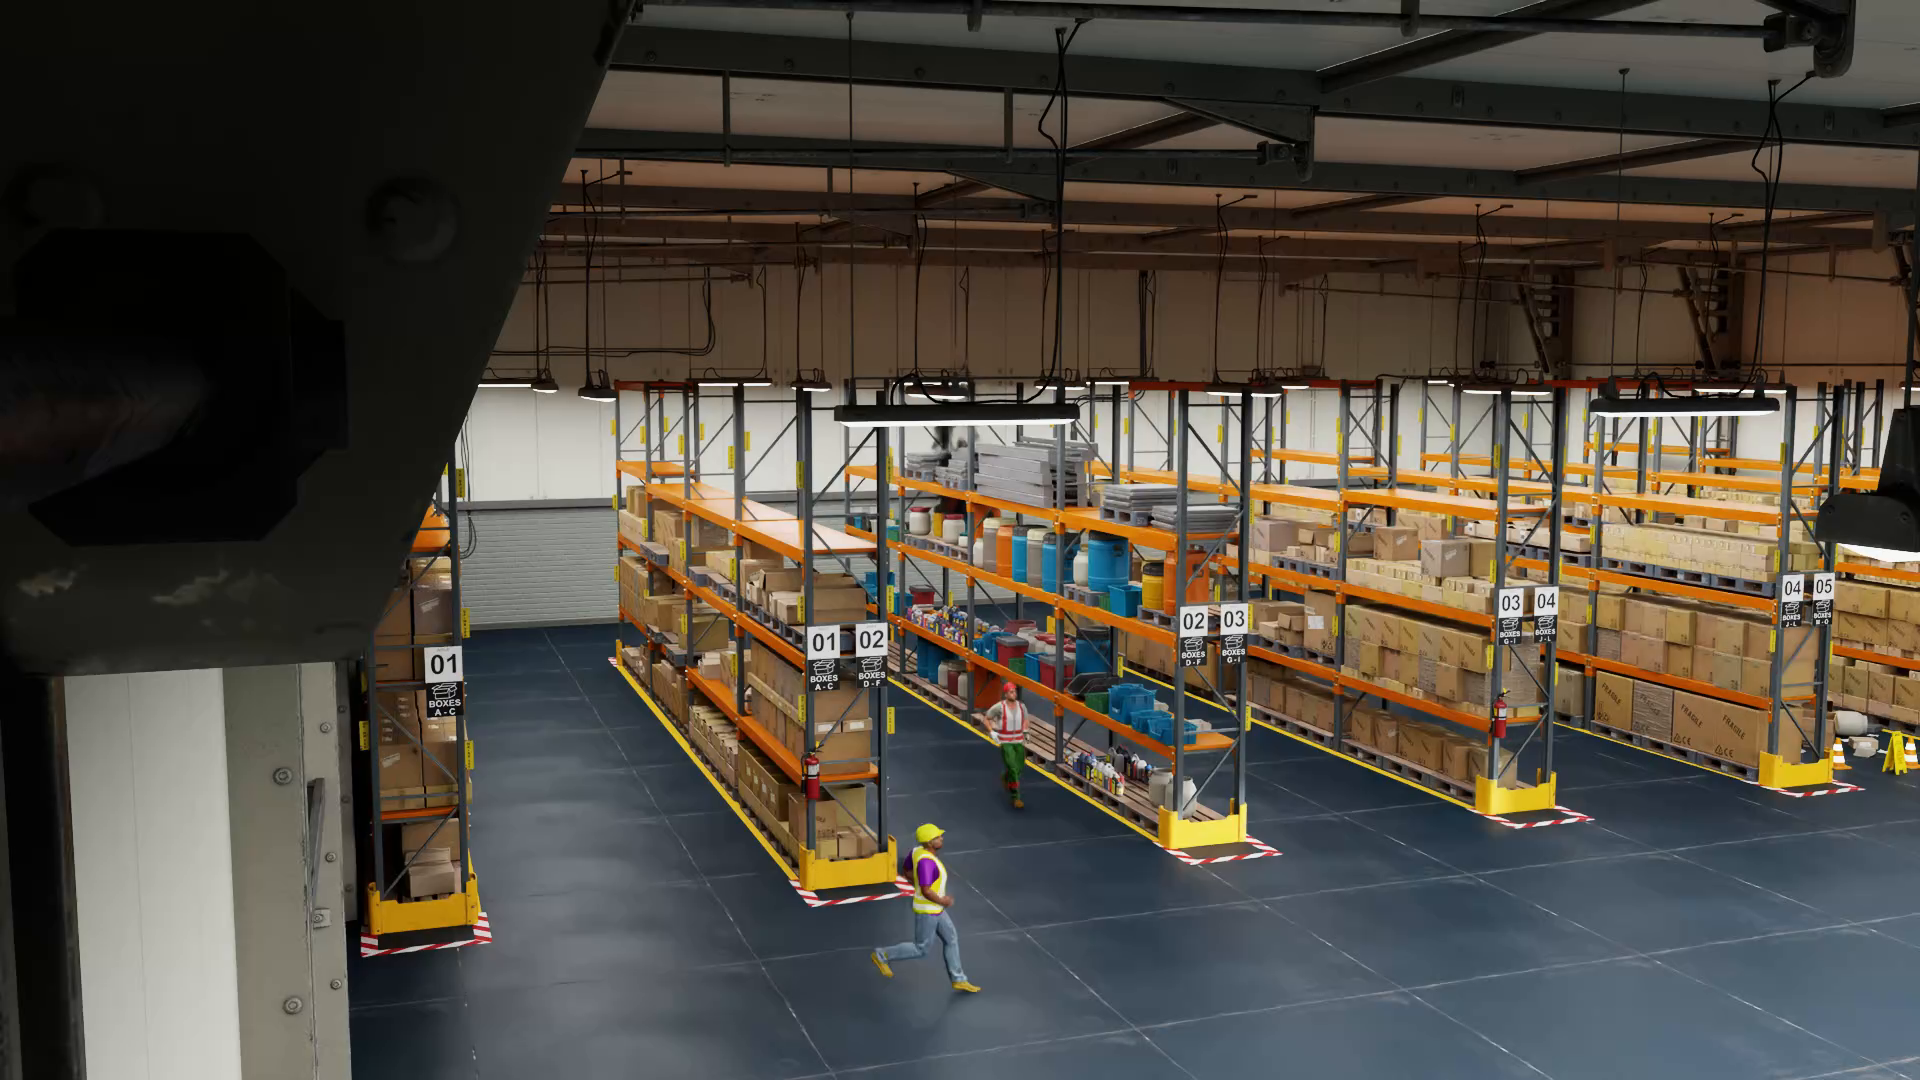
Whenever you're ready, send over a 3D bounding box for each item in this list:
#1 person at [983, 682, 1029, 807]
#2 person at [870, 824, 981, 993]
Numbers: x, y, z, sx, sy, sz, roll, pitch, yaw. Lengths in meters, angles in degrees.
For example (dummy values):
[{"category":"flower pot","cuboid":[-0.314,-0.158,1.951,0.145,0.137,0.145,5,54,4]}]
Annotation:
[{"category":"person","cuboid":[0.704,2.922,24.007,0.690,1.755,0.812,-3,7,-27]},{"category":"person","cuboid":[-0.343,3.718,16.690,1.111,1.758,0.669,0,6,1]}]
